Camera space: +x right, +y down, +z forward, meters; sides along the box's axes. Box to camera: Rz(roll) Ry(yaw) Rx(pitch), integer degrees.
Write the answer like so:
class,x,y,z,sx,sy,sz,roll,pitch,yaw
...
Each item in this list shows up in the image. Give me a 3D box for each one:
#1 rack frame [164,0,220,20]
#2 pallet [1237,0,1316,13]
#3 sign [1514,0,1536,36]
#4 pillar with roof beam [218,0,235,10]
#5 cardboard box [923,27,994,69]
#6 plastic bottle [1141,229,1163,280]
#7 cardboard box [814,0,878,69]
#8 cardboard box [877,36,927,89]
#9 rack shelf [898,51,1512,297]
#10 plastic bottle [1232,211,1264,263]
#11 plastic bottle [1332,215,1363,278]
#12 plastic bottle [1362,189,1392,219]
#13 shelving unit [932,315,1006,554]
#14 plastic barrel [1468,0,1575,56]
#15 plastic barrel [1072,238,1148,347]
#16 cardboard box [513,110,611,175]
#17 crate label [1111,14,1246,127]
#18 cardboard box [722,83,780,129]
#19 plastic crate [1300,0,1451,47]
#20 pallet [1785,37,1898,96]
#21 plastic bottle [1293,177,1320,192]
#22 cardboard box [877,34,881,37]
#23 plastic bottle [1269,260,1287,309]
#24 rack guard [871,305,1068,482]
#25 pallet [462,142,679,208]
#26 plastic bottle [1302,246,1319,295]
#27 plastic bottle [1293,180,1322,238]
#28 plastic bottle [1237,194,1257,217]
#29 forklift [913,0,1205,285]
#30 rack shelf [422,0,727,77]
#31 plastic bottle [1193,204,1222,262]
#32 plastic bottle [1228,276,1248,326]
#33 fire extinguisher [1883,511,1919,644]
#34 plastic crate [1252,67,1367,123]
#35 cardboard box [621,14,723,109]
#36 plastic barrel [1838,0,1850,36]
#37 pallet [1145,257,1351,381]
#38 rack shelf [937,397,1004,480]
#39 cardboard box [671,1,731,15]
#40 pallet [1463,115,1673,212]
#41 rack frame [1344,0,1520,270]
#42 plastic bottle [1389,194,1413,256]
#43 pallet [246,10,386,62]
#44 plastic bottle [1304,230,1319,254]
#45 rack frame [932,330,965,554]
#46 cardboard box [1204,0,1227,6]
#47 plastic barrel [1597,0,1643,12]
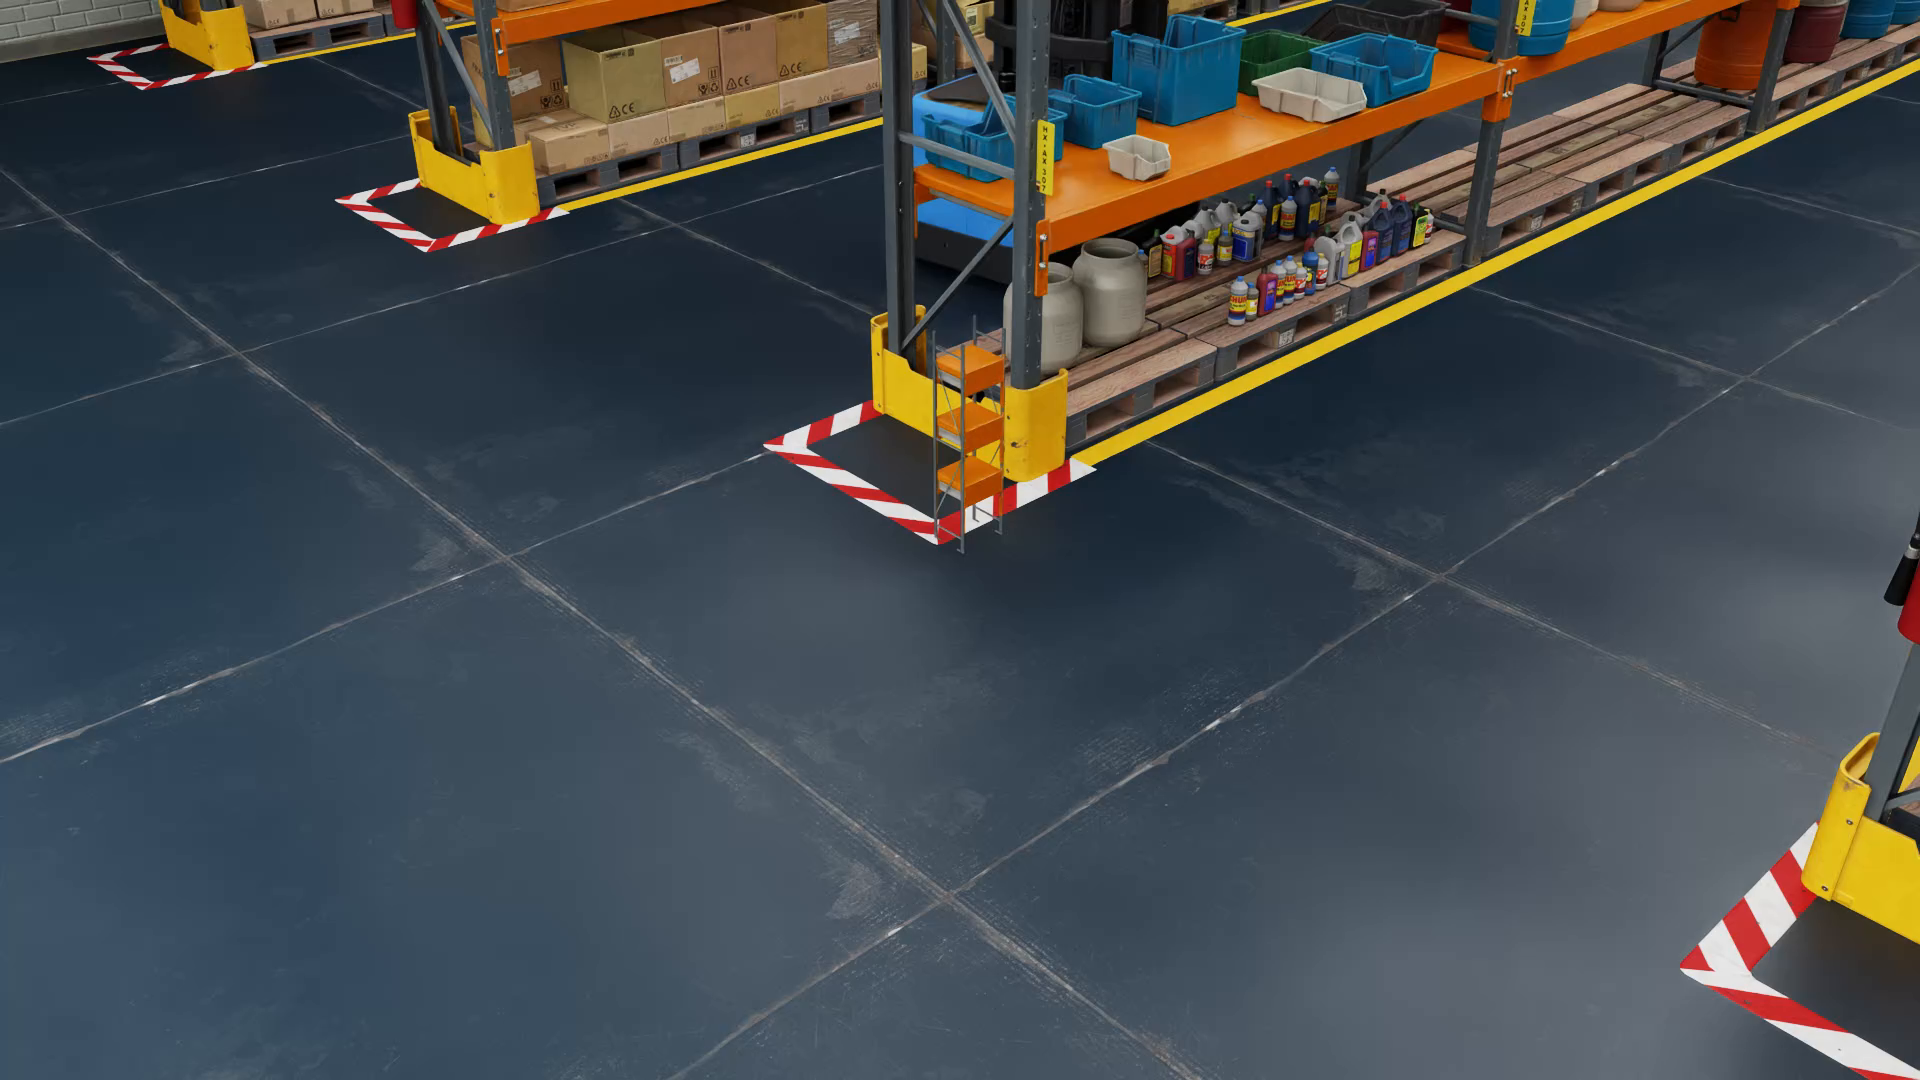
class,x,y,z,sx,sy,sz,roll,pitch,yaw
rack frame,-6.728,-5.580,14.000,0.127,3.000,1.000,-26,40,-35
pallet,3.082,-5.585,16.681,1.213,0.211,1.003,-26,40,-35
sign,3.307,-3.113,9.700,0.005,0.325,0.100,-26,40,-35
pillar with roof beam,-3.876,-7.072,10.689,0.400,9.000,9.100,-26,40,-35
cardboard box,0.040,-4.160,13.911,0.500,0.250,0.500,-27,40,-37
plastic bottle,1.130,-1.687,9.815,0.133,0.283,0.061,-25,39,-34
cardboard box,-0.990,-4.010,12.948,0.500,0.500,0.500,-26,40,-35
cardboard box,-0.616,-3.863,13.426,0.500,0.250,0.500,-26,40,-35
rack shelf,1.474,-2.193,9.151,4.000,0.370,1.077,-26,40,-35
plastic bottle,1.736,-1.842,10.076,0.135,0.276,0.152,-26,40,-35
plastic bottle,2.287,-1.746,9.847,0.185,0.351,0.144,-26,40,-36
plastic bottle,2.567,-1.983,10.236,0.185,0.351,0.144,-26,40,-35
shelving unit,0.039,-0.467,7.507,0.252,1.050,0.215,-26,40,-35
plastic barrel,3.430,-3.444,10.027,0.708,0.901,0.600,-26,40,-35
plastic barrel,0.806,-1.349,9.062,0.421,0.512,0.421,0,31,0
cardboard box,-2.813,-2.798,11.683,0.500,0.250,0.500,-26,40,-35
crate label,1.174,-2.562,9.030,0.616,0.435,0.502,-26,40,-35
cardboard box,-1.712,-3.329,12.552,0.500,0.250,0.500,-26,40,-35
plastic crate,2.471,-3.046,9.915,0.504,0.338,0.767,-26,40,-35
pallet,7.318,-4.165,14.358,1.213,0.211,1.003,-26,40,-35
plastic bottle,2.191,-2.164,10.603,0.135,0.276,0.152,-24,39,-34
cardboard box,-0.970,-4.063,13.752,0.500,0.250,0.500,-26,40,-35
plastic bottle,1.801,-1.460,9.455,0.097,0.271,0.097,0,31,0
rack guard,0.032,-0.769,8.528,0.348,0.500,1.175,-26,40,-35
pallet,-2.825,-2.784,12.101,1.213,0.211,1.003,-26,40,-35
plastic bottle,2.022,-1.567,9.631,0.097,0.271,0.097,0,31,0
plastic bottle,2.165,-2.084,10.400,0.185,0.351,0.144,-26,40,-35
plastic bottle,1.779,-2.001,10.329,0.133,0.283,0.061,-24,39,-33
forklift,0.972,-3.475,10.623,1.130,2.935,3.031,22,38,32
rack shelf,-1.891,-4.089,12.251,4.000,0.370,1.077,-26,40,-35
plastic bottle,1.480,-1.856,10.027,0.185,0.351,0.144,-24,39,-34
plastic bottle,1.549,-1.338,9.256,0.097,0.271,0.097,0,31,0
fire extinguisher,2.978,0.002,4.946,0.183,0.674,0.296,-26,40,-35
plastic crate,1.922,-2.424,9.091,0.437,0.136,0.530,-26,40,-35
cardboard box,-2.090,-3.478,12.077,0.500,0.500,0.500,-26,40,-35
plastic barrel,7.403,-4.561,14.316,0.421,0.512,0.421,0,31,0
pallet,1.525,-1.362,9.776,1.213,0.211,1.003,-26,40,-35
rack shelf,0.039,-0.458,7.512,0.240,0.259,0.215,-26,40,-35
cardboard box,-2.076,-3.854,12.691,0.500,0.500,0.500,-26,40,-35
pallet,4.385,-2.748,12.042,1.213,0.211,1.003,-26,40,-35
rack frame,2.941,-3.209,10.123,0.127,3.000,1.000,-26,40,-35
plastic bottle,2.665,-1.928,10.145,0.185,0.351,0.144,-27,41,-37
pallet,-6.053,-4.692,15.221,1.213,0.211,1.003,-26,40,-35
plastic bottle,2.092,-1.701,9.839,0.133,0.283,0.061,-26,40,-35
rack frame,-0.050,-0.424,7.436,0.008,1.050,0.200,-26,40,-35
cardboard box,2.289,-5.250,15.694,0.500,0.250,0.500,-25,39,-34
plastic barrel,4.330,-3.783,10.931,0.433,0.535,0.433,0,31,0
